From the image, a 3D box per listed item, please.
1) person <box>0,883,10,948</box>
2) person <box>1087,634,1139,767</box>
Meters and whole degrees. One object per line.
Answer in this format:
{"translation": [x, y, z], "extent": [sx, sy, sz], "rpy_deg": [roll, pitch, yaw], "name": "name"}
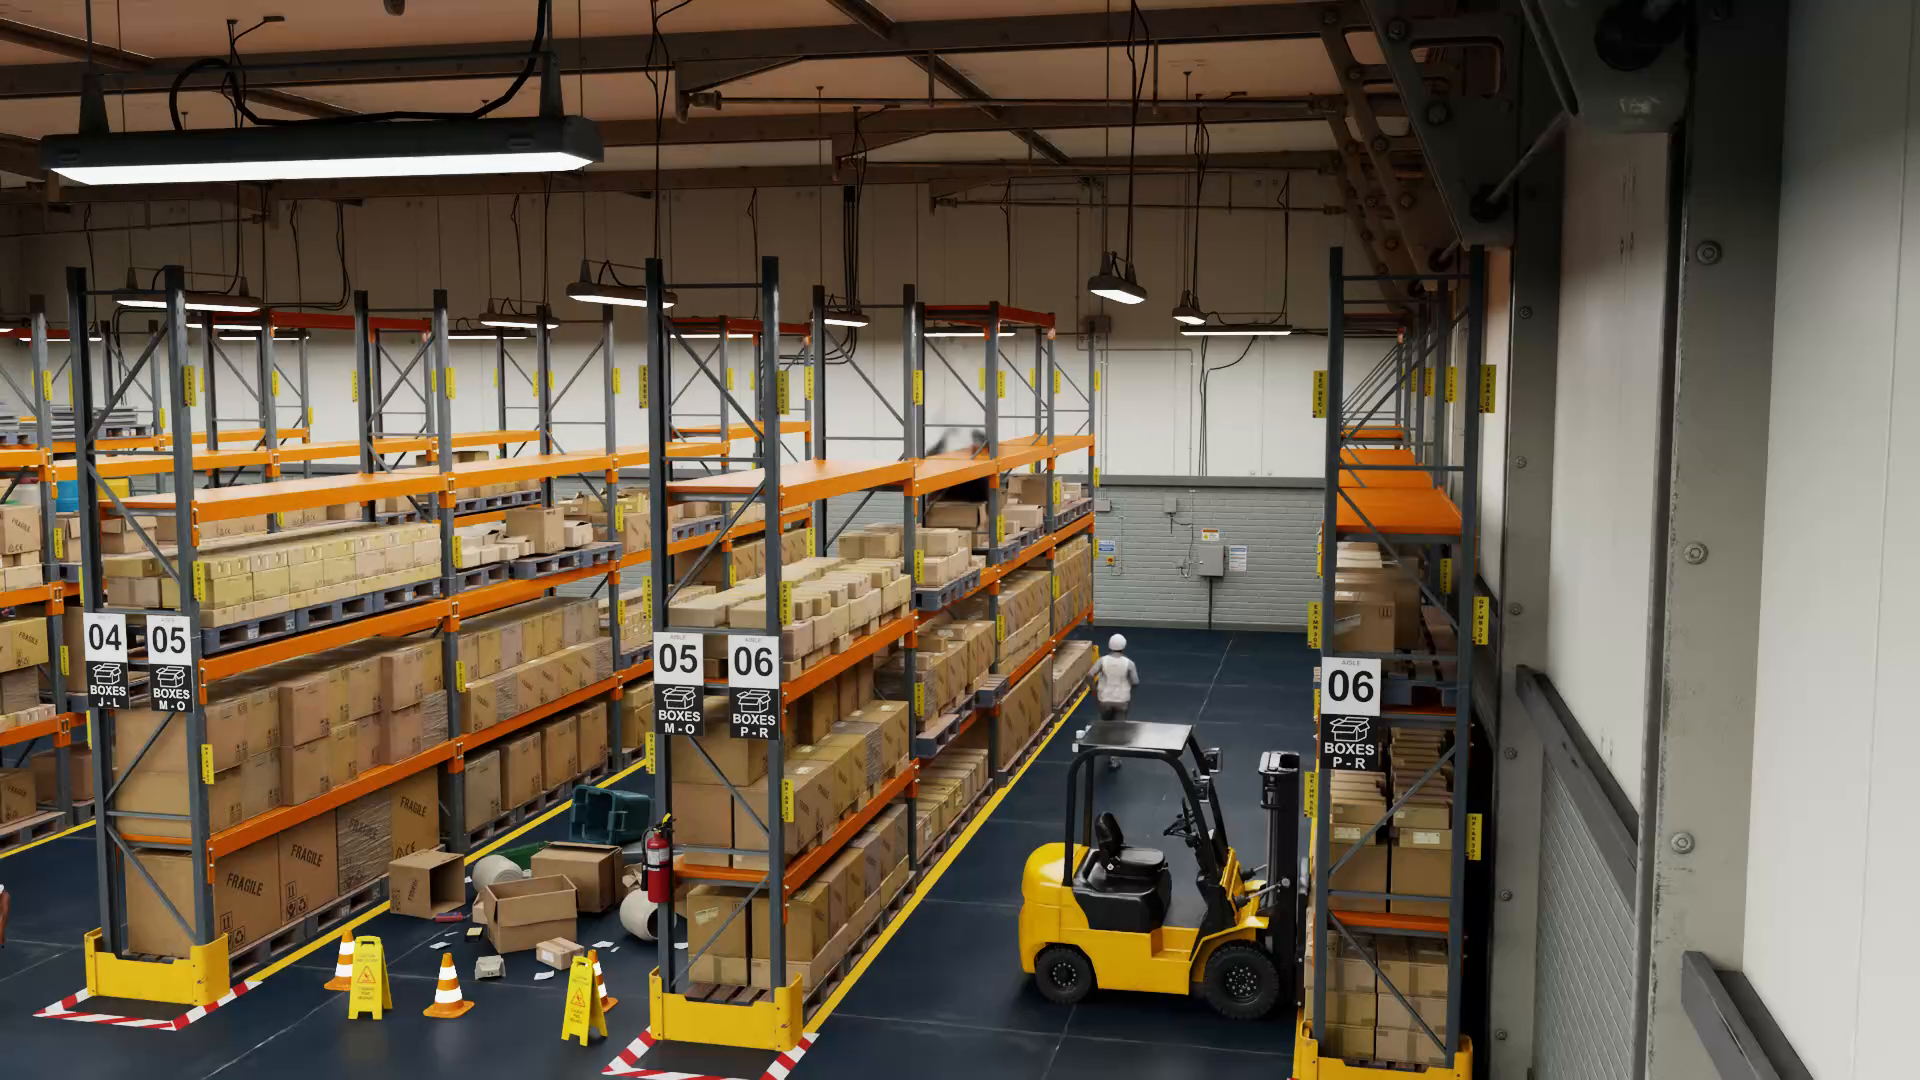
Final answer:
{"translation": [-7.501, 3.057, 12.362], "extent": [0.740, 1.725, 0.599], "rpy_deg": [-2, 6, -20], "name": "person"}
{"translation": [2.027, 2.085, 21.878], "extent": [0.669, 1.734, 0.618], "rpy_deg": [1, 6, 13], "name": "person"}
